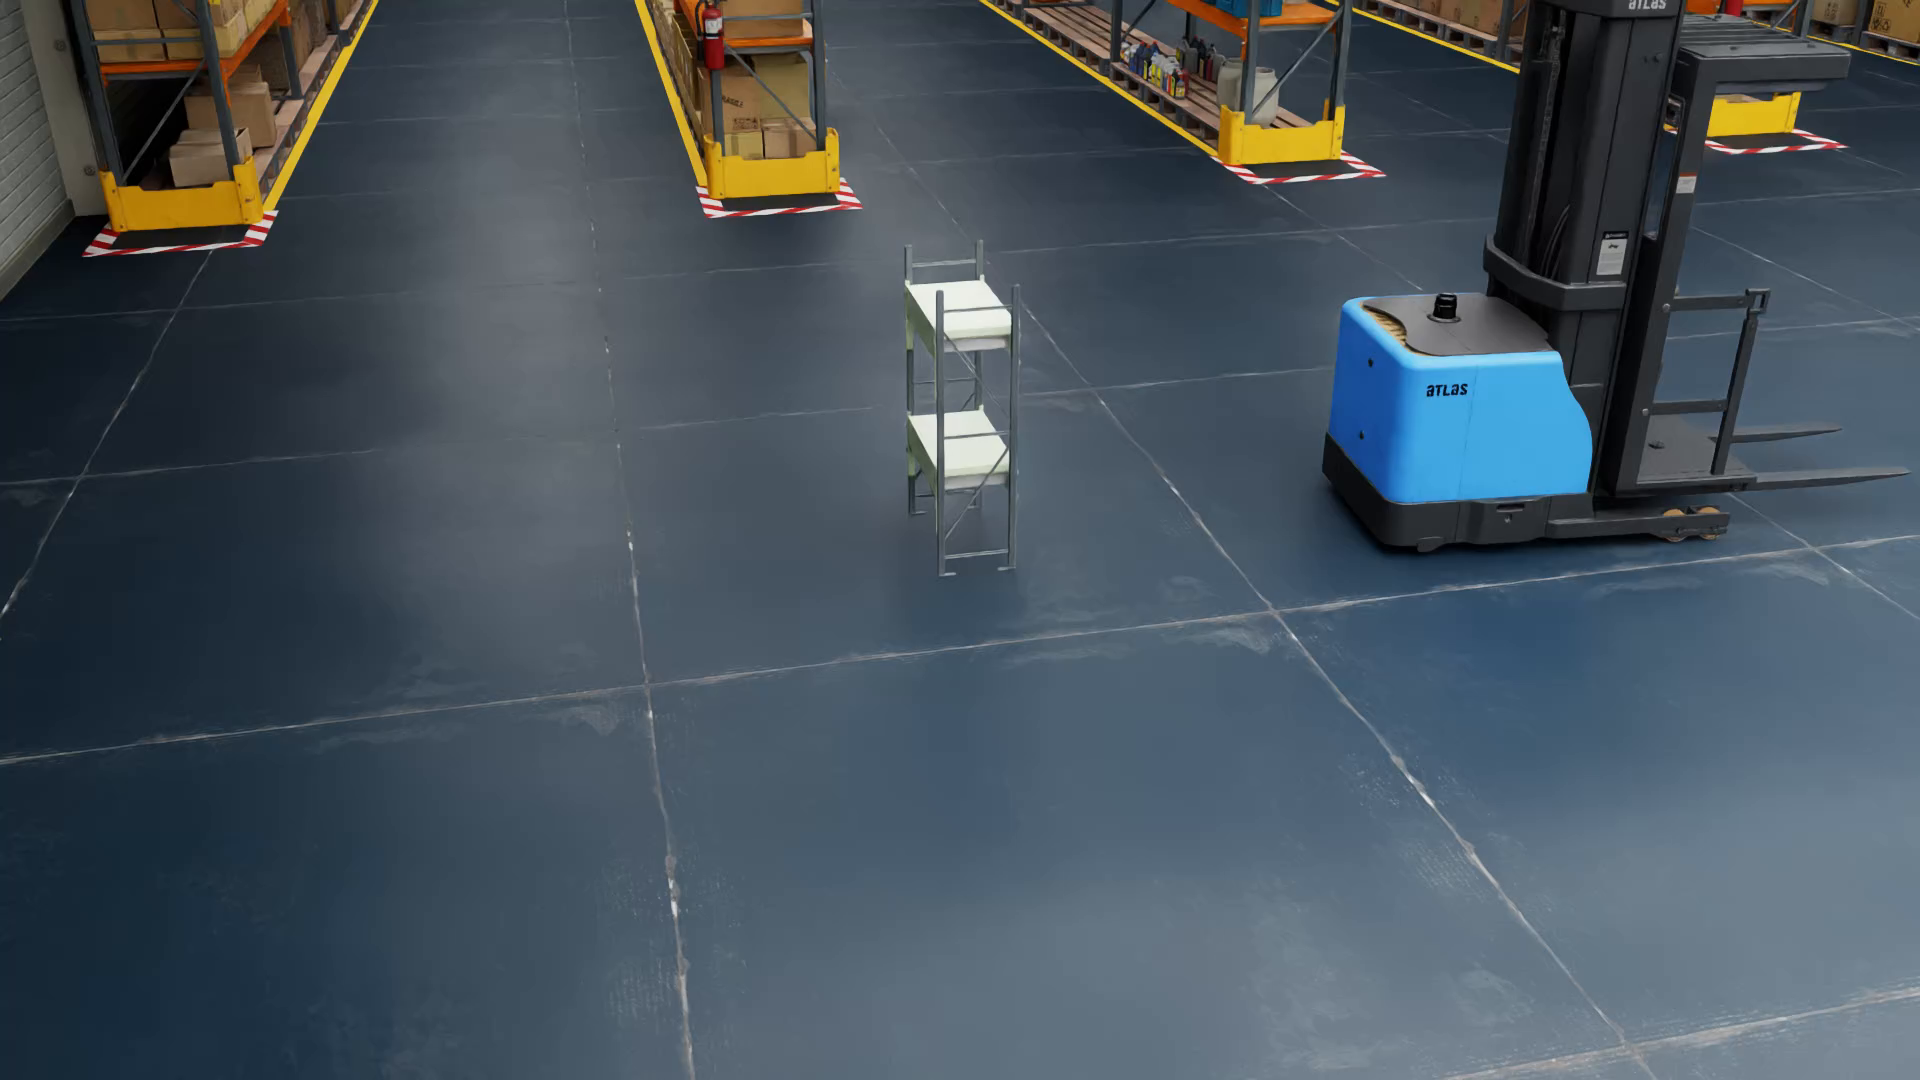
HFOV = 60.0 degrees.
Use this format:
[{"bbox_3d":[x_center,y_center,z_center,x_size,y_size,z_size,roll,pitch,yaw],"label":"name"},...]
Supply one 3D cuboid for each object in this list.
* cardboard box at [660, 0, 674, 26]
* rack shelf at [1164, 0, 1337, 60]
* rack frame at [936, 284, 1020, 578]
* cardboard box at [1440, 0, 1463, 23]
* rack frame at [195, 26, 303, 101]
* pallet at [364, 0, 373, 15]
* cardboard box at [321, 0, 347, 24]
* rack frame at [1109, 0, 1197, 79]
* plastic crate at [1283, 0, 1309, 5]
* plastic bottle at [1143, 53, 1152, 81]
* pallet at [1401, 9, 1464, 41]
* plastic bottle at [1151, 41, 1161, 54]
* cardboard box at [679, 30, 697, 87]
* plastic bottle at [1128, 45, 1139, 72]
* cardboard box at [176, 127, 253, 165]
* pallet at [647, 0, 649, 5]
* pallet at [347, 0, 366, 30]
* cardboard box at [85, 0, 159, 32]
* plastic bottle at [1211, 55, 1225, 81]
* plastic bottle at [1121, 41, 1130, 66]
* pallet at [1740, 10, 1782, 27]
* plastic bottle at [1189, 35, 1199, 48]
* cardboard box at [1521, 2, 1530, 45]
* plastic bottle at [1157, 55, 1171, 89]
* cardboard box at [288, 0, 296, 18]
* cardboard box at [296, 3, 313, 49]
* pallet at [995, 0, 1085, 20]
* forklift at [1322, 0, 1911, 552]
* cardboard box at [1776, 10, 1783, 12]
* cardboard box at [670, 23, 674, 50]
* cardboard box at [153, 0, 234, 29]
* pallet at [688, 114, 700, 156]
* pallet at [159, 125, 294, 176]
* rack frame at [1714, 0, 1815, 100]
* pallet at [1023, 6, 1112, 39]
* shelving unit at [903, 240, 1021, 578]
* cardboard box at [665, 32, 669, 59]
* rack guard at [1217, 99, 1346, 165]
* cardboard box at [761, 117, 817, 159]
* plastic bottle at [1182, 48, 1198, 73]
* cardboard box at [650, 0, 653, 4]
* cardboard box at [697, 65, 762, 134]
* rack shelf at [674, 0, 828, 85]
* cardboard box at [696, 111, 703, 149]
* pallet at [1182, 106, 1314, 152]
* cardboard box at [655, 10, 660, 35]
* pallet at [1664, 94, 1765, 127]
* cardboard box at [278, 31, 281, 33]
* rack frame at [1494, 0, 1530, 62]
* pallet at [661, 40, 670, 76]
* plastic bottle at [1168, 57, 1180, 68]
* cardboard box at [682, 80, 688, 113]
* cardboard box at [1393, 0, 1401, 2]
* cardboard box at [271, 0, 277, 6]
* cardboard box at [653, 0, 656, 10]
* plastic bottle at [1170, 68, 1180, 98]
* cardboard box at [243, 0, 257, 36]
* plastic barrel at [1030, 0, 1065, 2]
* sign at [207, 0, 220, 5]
[{"bbox_3d":[-3.299,-6.283,19.833,0.500,0.311,0.500,-6,27,-12],"label":"cardboard box"},{"bbox_3d":[2.692,-5.559,17.232,1.077,0.370,4.000,-6,27,-12],"label":"rack shelf"},{"bbox_3d":[0.084,-0.506,8.088,0.400,1.500,0.023,-6,27,-12],"label":"rack frame"},{"bbox_3d":[6.734,-7.070,21.714,0.700,0.500,0.500,-8,28,-16],"label":"cardboard box"},{"bbox_3d":[-7.411,-5.752,16.817,1.000,3.000,0.127,-6,27,-12],"label":"rack frame"},{"bbox_3d":[-8.966,-7.688,23.747,1.003,0.211,1.213,-6,27,-12],"label":"pallet"},{"bbox_3d":[-8.350,-7.072,21.351,0.750,0.750,0.750,-6,27,-12],"label":"cardboard box"},{"bbox_3d":[2.242,-6.758,18.810,1.000,3.000,0.127,-6,27,-12],"label":"rack frame"},{"bbox_3d":[3.255,-5.310,16.233,0.298,0.136,0.250,-6,27,-12],"label":"plastic crate"},{"bbox_3d":[2.058,-5.185,18.221,0.061,0.283,0.133,-5,27,-9],"label":"plastic bottle"},{"bbox_3d":[6.612,-6.894,22.175,1.003,0.211,1.213,-6,27,-12],"label":"pallet"},{"bbox_3d":[2.160,-5.390,18.551,0.144,0.351,0.185,-6,27,-12],"label":"plastic bottle"},{"bbox_3d":[-2.560,-4.877,16.836,0.500,0.500,0.500,-6,27,-12],"label":"cardboard box"},{"bbox_3d":[1.986,-5.415,18.683,0.152,0.276,0.135,-5,27,-10],"label":"plastic bottle"},{"bbox_3d":[-6.706,-3.555,14.960,0.500,0.311,0.500,-4,27,-7],"label":"cardboard box"},{"bbox_3d":[-4.168,-8.170,24.703,1.003,0.211,1.213,-6,27,-12],"label":"pallet"},{"bbox_3d":[-8.688,-7.151,22.684,1.003,0.211,1.213,-6,27,-12],"label":"pallet"},{"bbox_3d":[-6.822,-4.458,13.565,0.500,0.500,0.500,-6,27,-12],"label":"cardboard box"},{"bbox_3d":[2.816,-5.187,18.232,0.152,0.276,0.135,-5,27,-11],"label":"plastic bottle"},{"bbox_3d":[1.886,-5.552,18.960,0.097,0.271,0.097,0,27,0],"label":"plastic bottle"},{"bbox_3d":[11.397,-7.343,23.064,1.003,0.211,1.213,-6,27,-12],"label":"pallet"},{"bbox_3d":[2.668,-5.518,18.805,0.144,0.351,0.185,-7,28,-13],"label":"plastic bottle"},{"bbox_3d":[7.118,-6.153,19.919,0.500,0.500,0.500,-7,28,-13],"label":"cardboard box"},{"bbox_3d":[2.200,-5.024,17.826,0.144,0.351,0.185,-5,27,-9],"label":"plastic bottle"},{"bbox_3d":[-7.911,-6.130,19.020,0.500,0.250,0.500,-6,27,-12],"label":"cardboard box"},{"bbox_3d":[-8.096,-6.039,19.673,0.700,0.500,0.500,-6,27,-12],"label":"cardboard box"},{"bbox_3d":[1.122,-7.611,23.594,1.003,0.211,1.213,-6,27,-12],"label":"pallet"},{"bbox_3d":[3.596,-1.533,8.534,3.031,2.935,1.130,-4,27,-7],"label":"forklift"},{"bbox_3d":[11.481,-7.590,22.490,1.050,0.750,0.750,-6,27,-12],"label":"cardboard box"},{"bbox_3d":[-2.956,-5.615,18.510,0.500,0.311,0.500,-6,27,-12],"label":"cardboard box"},{"bbox_3d":[-6.324,-4.513,13.673,0.500,0.500,0.500,-6,27,-12],"label":"cardboard box"},{"bbox_3d":[-2.168,-4.122,16.681,1.003,0.211,1.213,-6,27,-12],"label":"pallet"},{"bbox_3d":[-6.946,-3.679,15.805,1.003,0.211,1.213,-6,27,-12],"label":"pallet"},{"bbox_3d":[7.969,-5.505,16.327,1.000,3.000,0.127,-6,27,-12],"label":"rack frame"},{"bbox_3d":[1.477,-6.925,22.235,1.003,0.211,1.213,-6,27,-12],"label":"pallet"},{"bbox_3d":[0.002,-0.667,8.406,0.431,1.500,0.755,-6,27,-12],"label":"shelving unit"},{"bbox_3d":[-3.189,-5.816,19.529,0.500,0.250,0.500,-5,27,-10],"label":"cardboard box"},{"bbox_3d":[3.080,-3.914,15.950,1.175,0.500,0.348,-6,27,-12],"label":"rack guard"},{"bbox_3d":[-1.588,-3.718,15.373,0.500,0.250,0.500,-6,27,-12],"label":"cardboard box"},{"bbox_3d":[2.572,-5.374,18.604,0.152,0.276,0.135,-6,27,-12],"label":"plastic bottle"},{"bbox_3d":[-4.042,-7.707,22.976,0.500,0.500,0.500,-7,28,-13],"label":"cardboard box"},{"bbox_3d":[-2.094,-4.000,15.100,0.500,0.500,0.500,-6,27,-12],"label":"cardboard box"},{"bbox_3d":[-2.134,-5.057,16.239,1.077,0.370,4.000,-6,27,-12],"label":"rack shelf"},{"bbox_3d":[-2.217,-3.884,15.702,0.500,0.250,0.500,-6,27,-12],"label":"cardboard box"},{"bbox_3d":[2.902,-4.143,16.723,1.003,0.211,1.213,-6,27,-12],"label":"pallet"},{"bbox_3d":[-3.540,-6.492,20.869,0.500,0.250,0.500,-7,28,-13],"label":"cardboard box"},{"bbox_3d":[7.803,-4.653,17.735,1.003,0.211,1.213,-6,27,-12],"label":"pallet"},{"bbox_3d":[-7.758,-5.375,18.357,0.700,0.500,0.500,-6,27,-13],"label":"cardboard box"},{"bbox_3d":[7.067,-7.261,19.806,1.000,3.000,0.127,-6,27,-12],"label":"rack frame"},{"bbox_3d":[-3.068,-5.868,20.141,1.003,0.211,1.213,-6,27,-12],"label":"pallet"},{"bbox_3d":[2.296,-5.098,18.056,0.152,0.276,0.135,-6,27,-12],"label":"plastic bottle"},{"bbox_3d":[-2.561,-4.542,17.005,0.500,0.250,0.500,-6,27,-12],"label":"cardboard box"},{"bbox_3d":[6.336,-7.805,23.171,0.700,0.500,0.500,-7,28,-14],"label":"cardboard box"},{"bbox_3d":[-6.904,-5.297,16.060,0.500,0.250,0.500,-6,27,-11],"label":"cardboard box"},{"bbox_3d":[-3.655,-6.963,21.179,0.500,0.311,0.500,-5,27,-10],"label":"cardboard box"},{"bbox_3d":[2.258,-4.797,17.451,0.061,0.283,0.133,-5,27,-10],"label":"plastic bottle"},{"bbox_3d":[-6.550,-4.635,14.748,0.500,0.250,0.500,-6,27,-12],"label":"cardboard box"},{"bbox_3d":[1.213,-7.945,23.105,0.600,0.830,0.708,-6,27,-12],"label":"plastic barrel"},{"bbox_3d":[-5.980,-4.437,13.252,0.100,0.325,0.005,-6,27,-12],"label":"sign"}]
